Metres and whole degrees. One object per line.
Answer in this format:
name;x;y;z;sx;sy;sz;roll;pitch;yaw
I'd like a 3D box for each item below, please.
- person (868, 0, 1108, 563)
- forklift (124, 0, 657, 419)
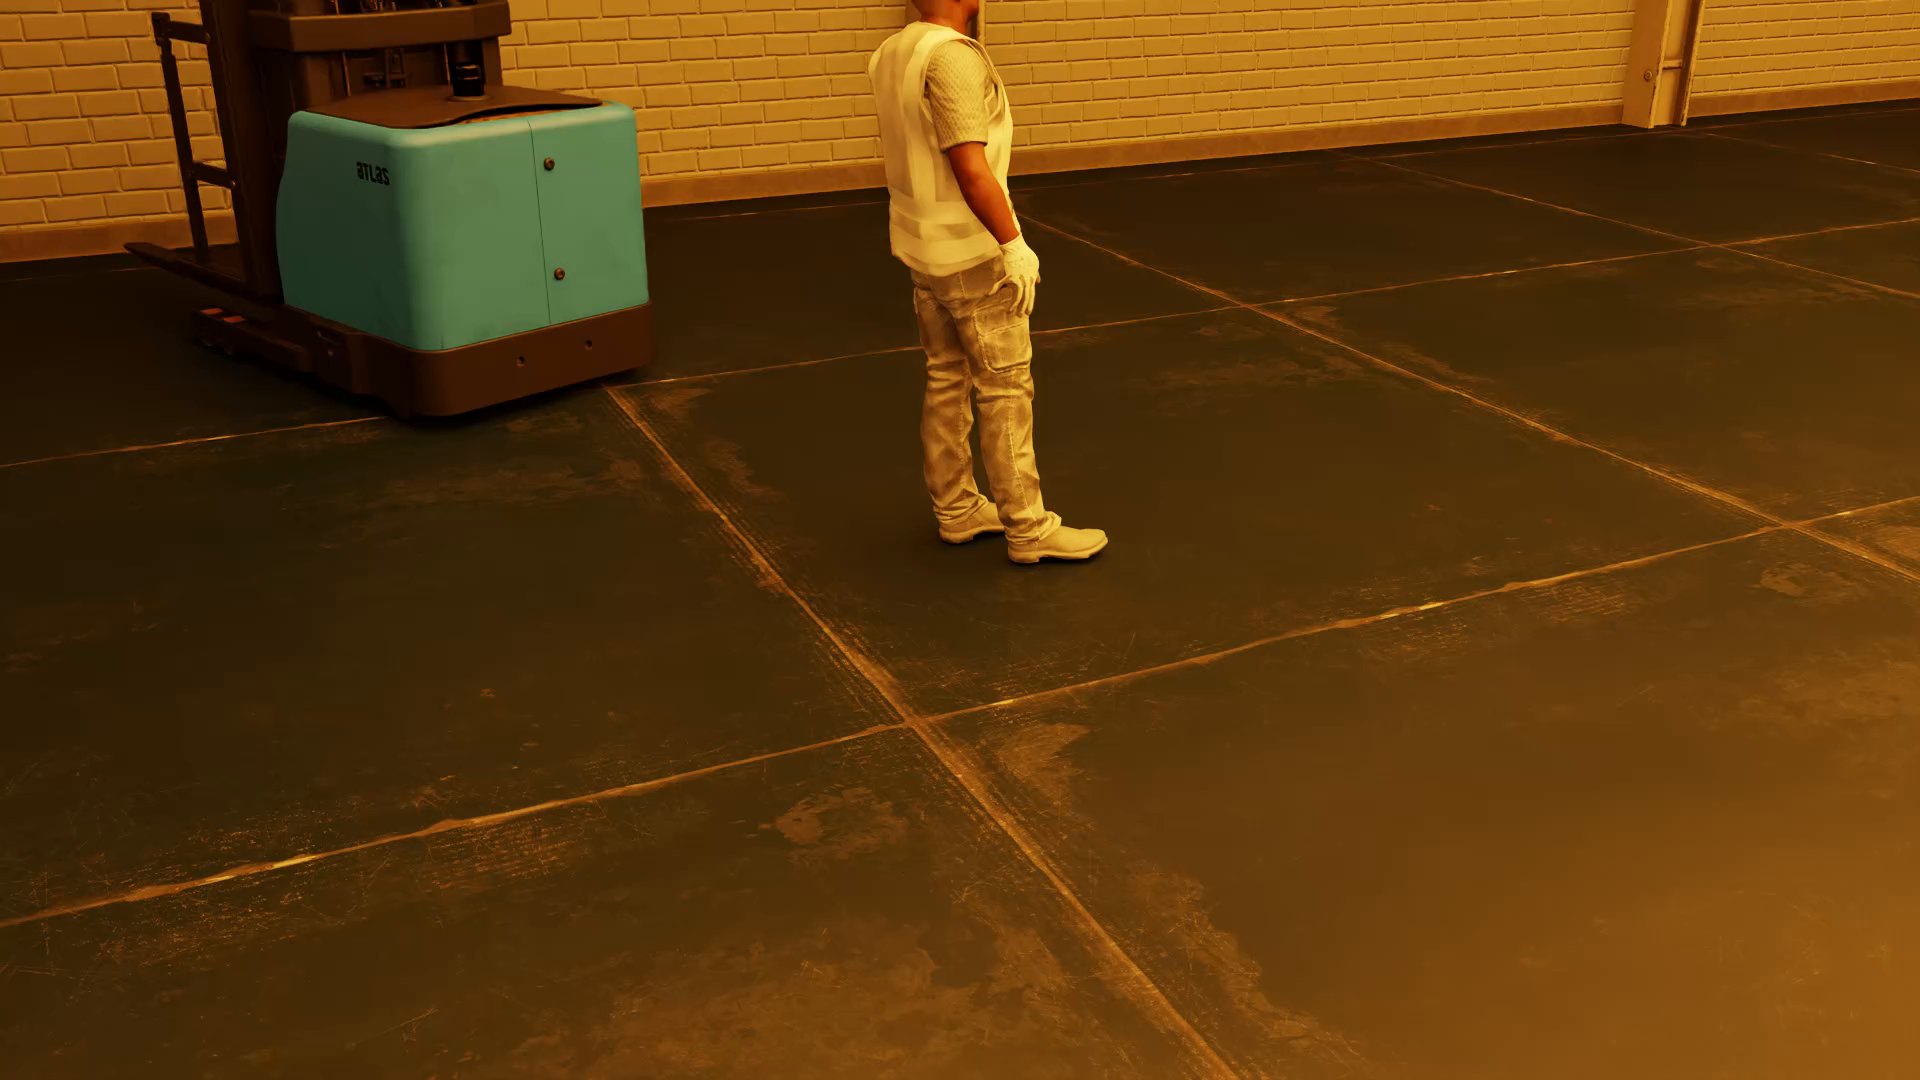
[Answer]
person;0.068;-0.839;4.783;0.577;1.781;0.656;-10;25;-23
forklift;-2.638;-2.256;6.716;3.031;2.935;1.130;19;29;39
